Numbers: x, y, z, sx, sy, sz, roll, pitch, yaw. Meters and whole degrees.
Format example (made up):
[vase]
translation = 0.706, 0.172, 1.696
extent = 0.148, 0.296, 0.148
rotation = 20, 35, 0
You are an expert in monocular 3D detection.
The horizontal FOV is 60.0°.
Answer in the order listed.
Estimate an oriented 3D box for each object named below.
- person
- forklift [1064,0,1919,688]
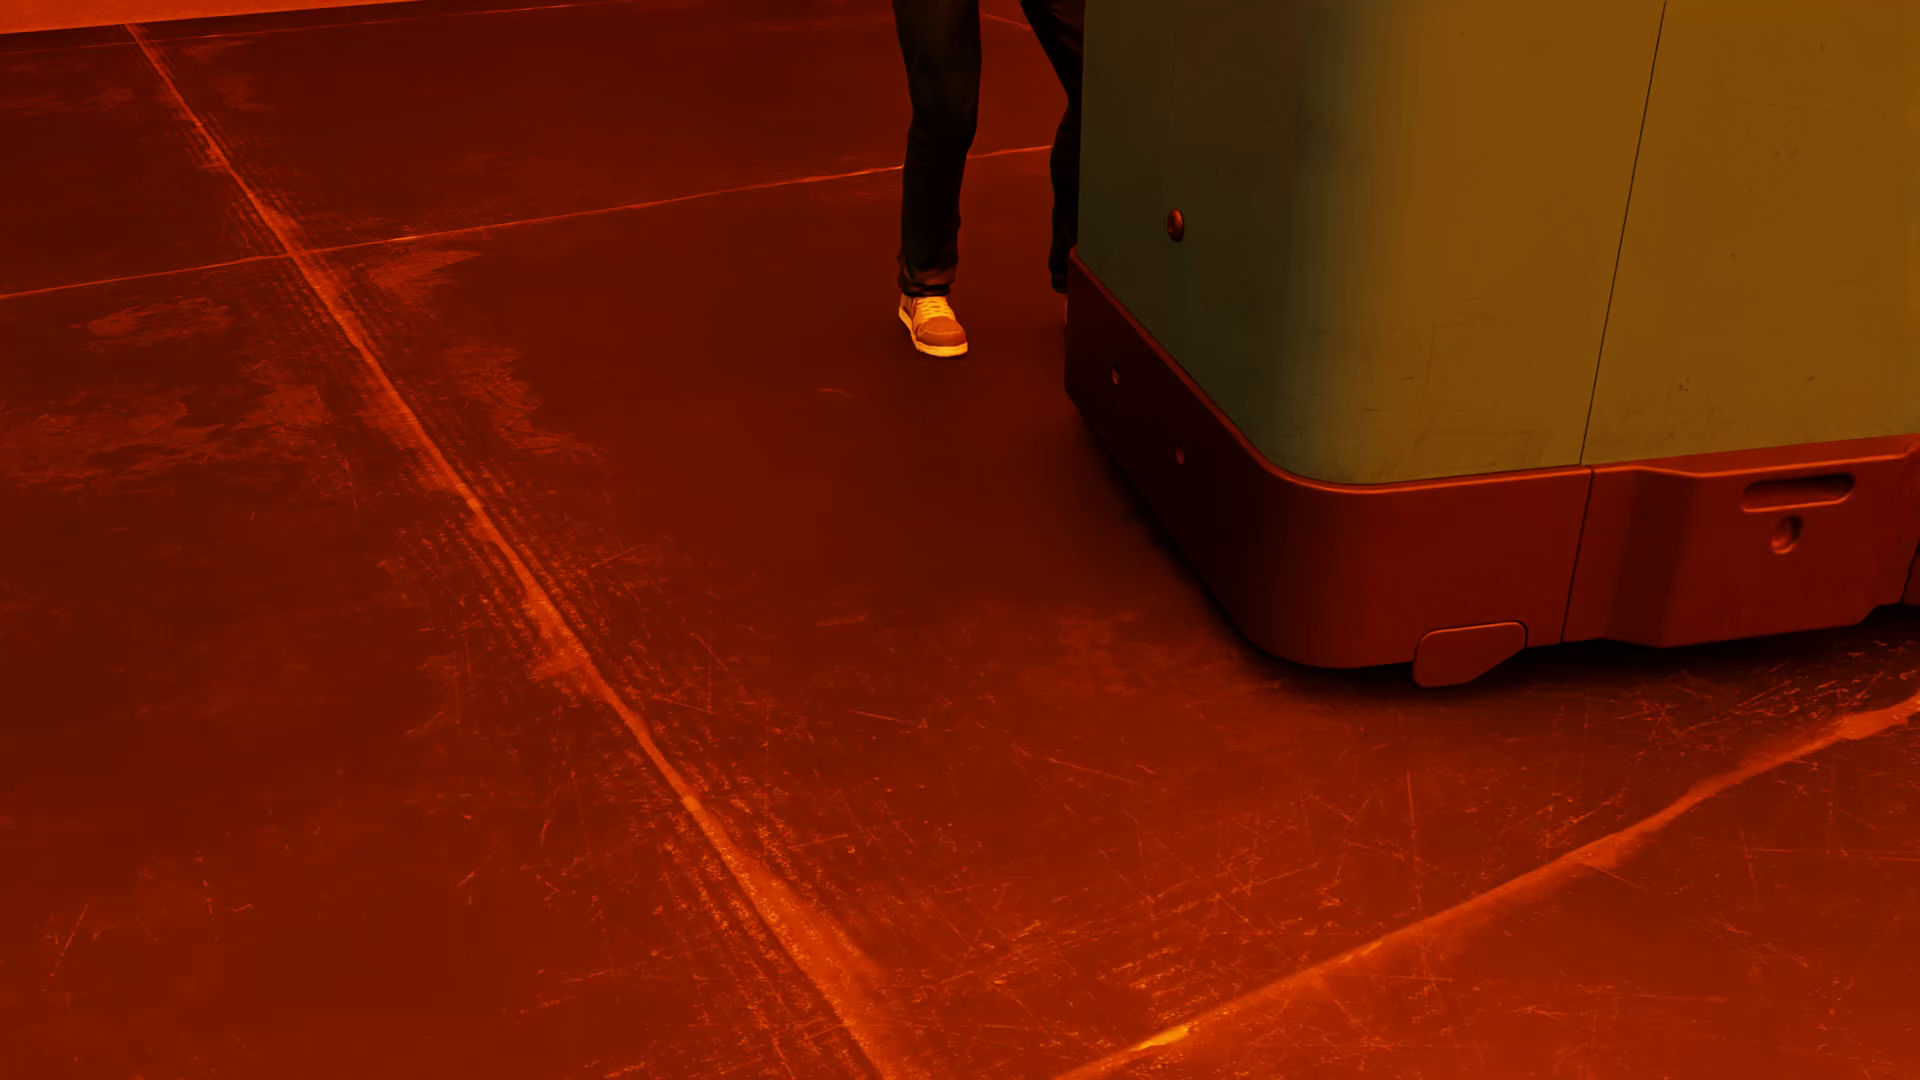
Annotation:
[person]
translation = 0.079, -1.096, 2.945
extent = 0.728, 1.570, 0.381
rotation = -10, 29, -20
[forklift]
translation = 1.750, -1.453, 2.124
extent = 3.031, 2.935, 1.130
rotation = -6, 27, -11
